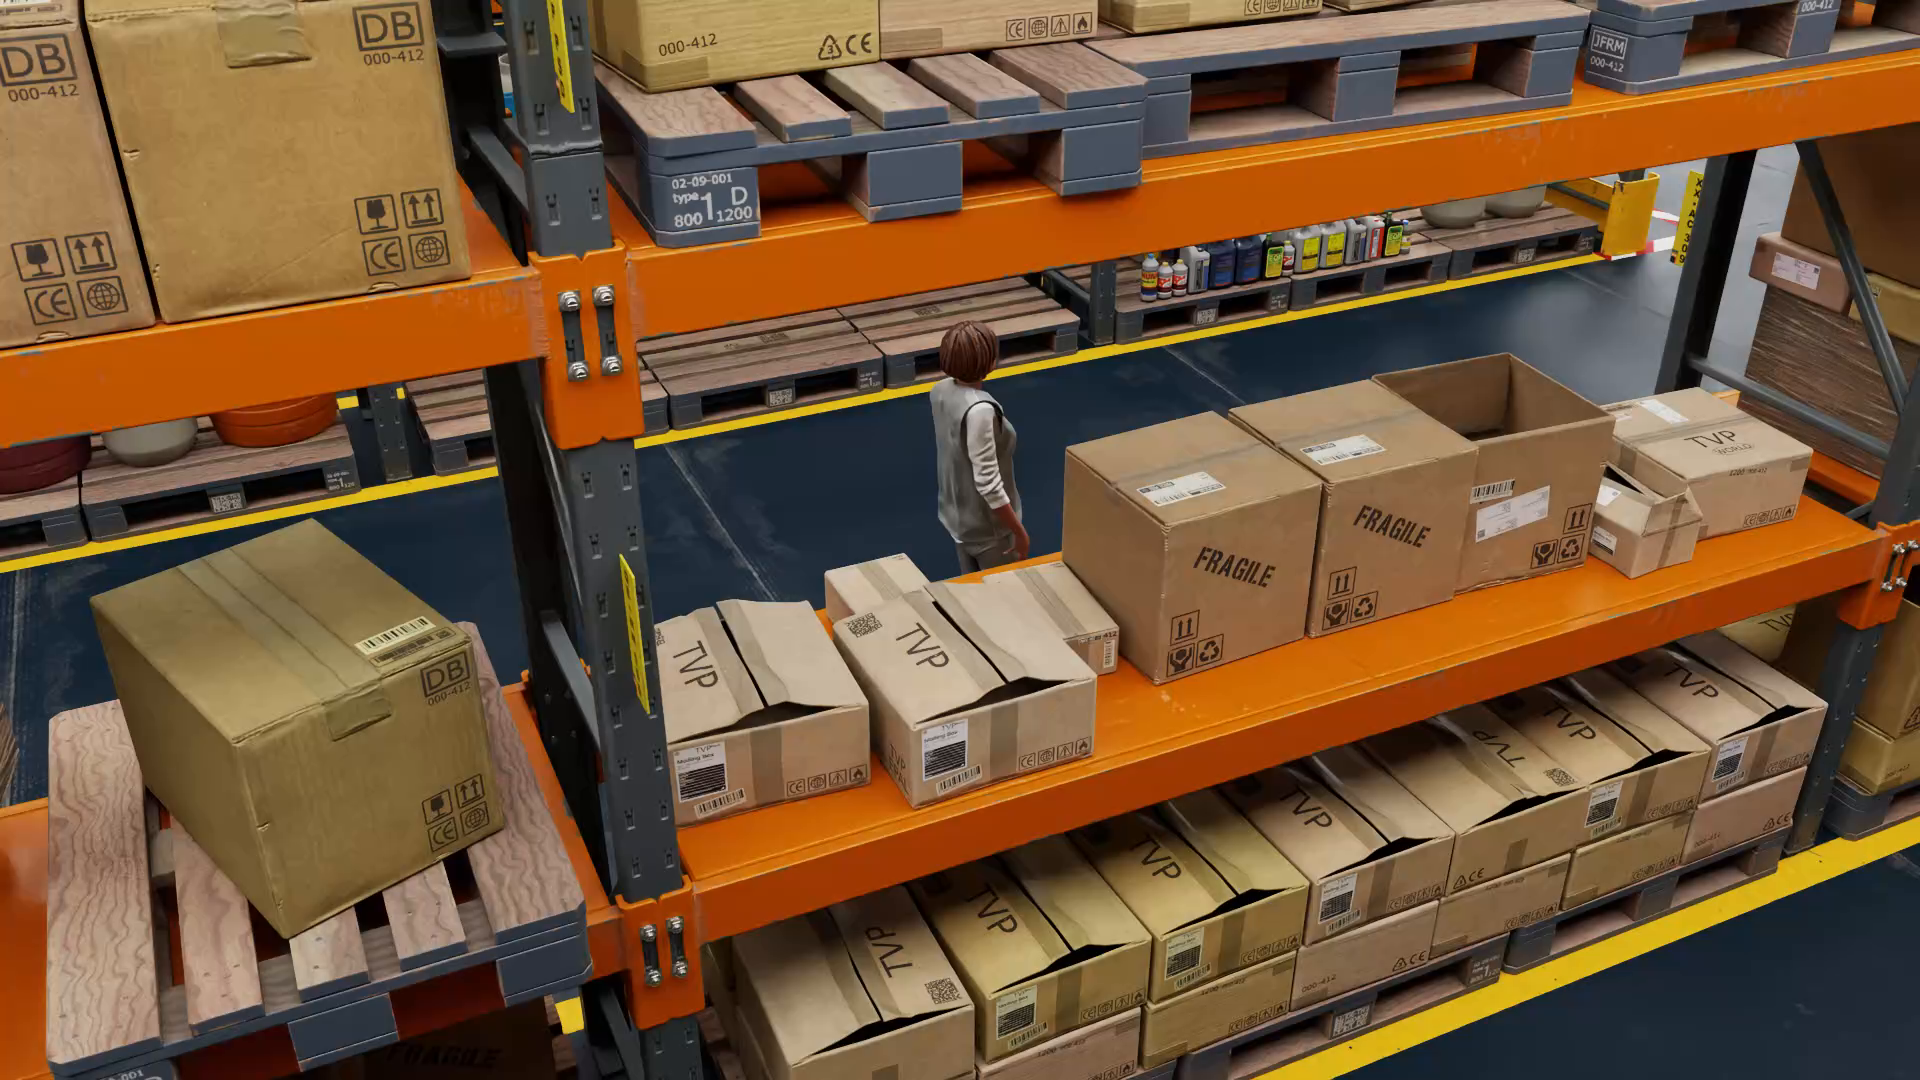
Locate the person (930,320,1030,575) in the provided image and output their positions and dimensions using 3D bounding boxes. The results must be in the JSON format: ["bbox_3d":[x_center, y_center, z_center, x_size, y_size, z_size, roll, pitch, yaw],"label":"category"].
[{"bbox_3d":[0.154,-0.081,6.261,0.475,1.596,0.520,-13,32,-21],"label":"person"}]
